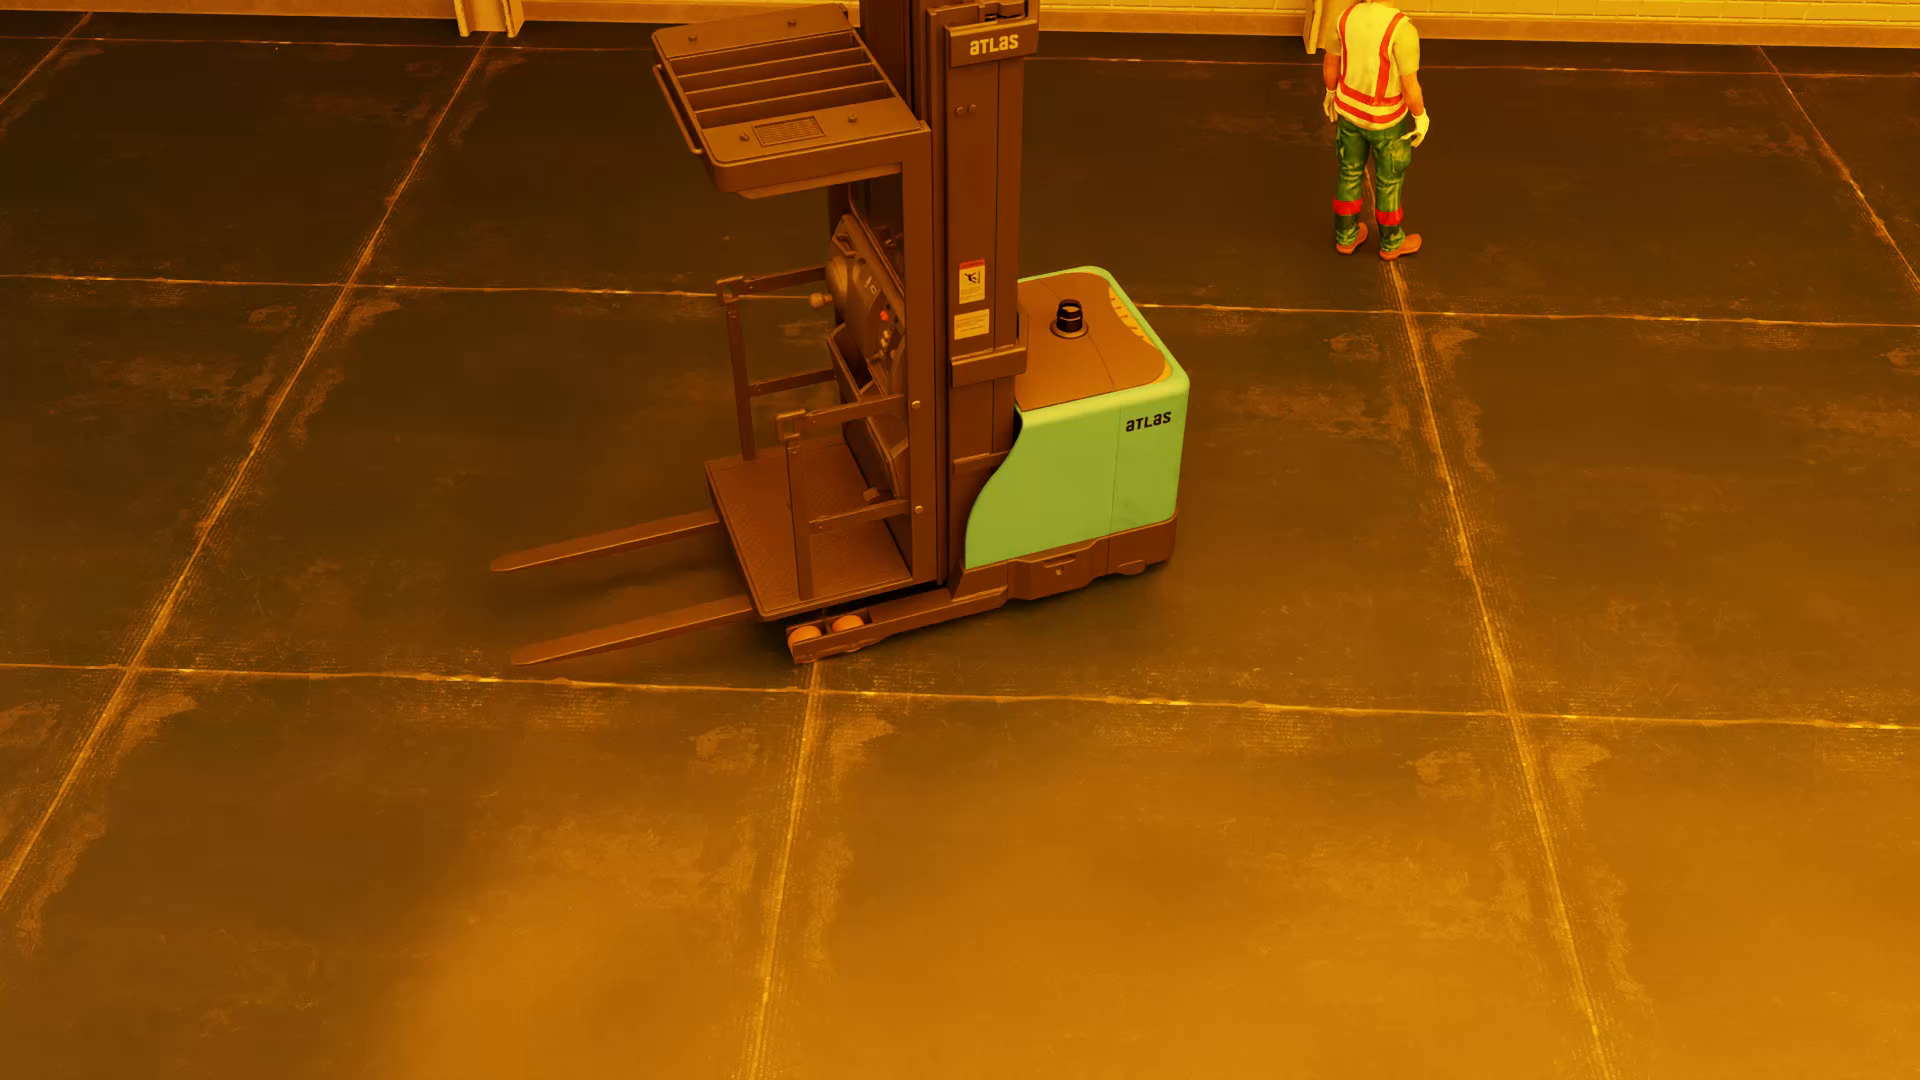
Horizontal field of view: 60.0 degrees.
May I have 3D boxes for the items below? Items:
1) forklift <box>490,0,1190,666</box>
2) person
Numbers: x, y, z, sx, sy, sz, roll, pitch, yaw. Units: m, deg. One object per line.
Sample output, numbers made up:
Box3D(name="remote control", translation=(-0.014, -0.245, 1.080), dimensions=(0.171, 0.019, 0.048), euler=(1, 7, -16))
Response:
Box3D(name="forklift", translation=(-0.573, -0.945, 6.778), dimensions=(3.031, 2.935, 1.130), euler=(-13, 44, -14))
Box3D(name="person", translation=(2.327, -2.397, 9.204), dimensions=(0.638, 1.787, 0.564), euler=(33, 52, 31))
